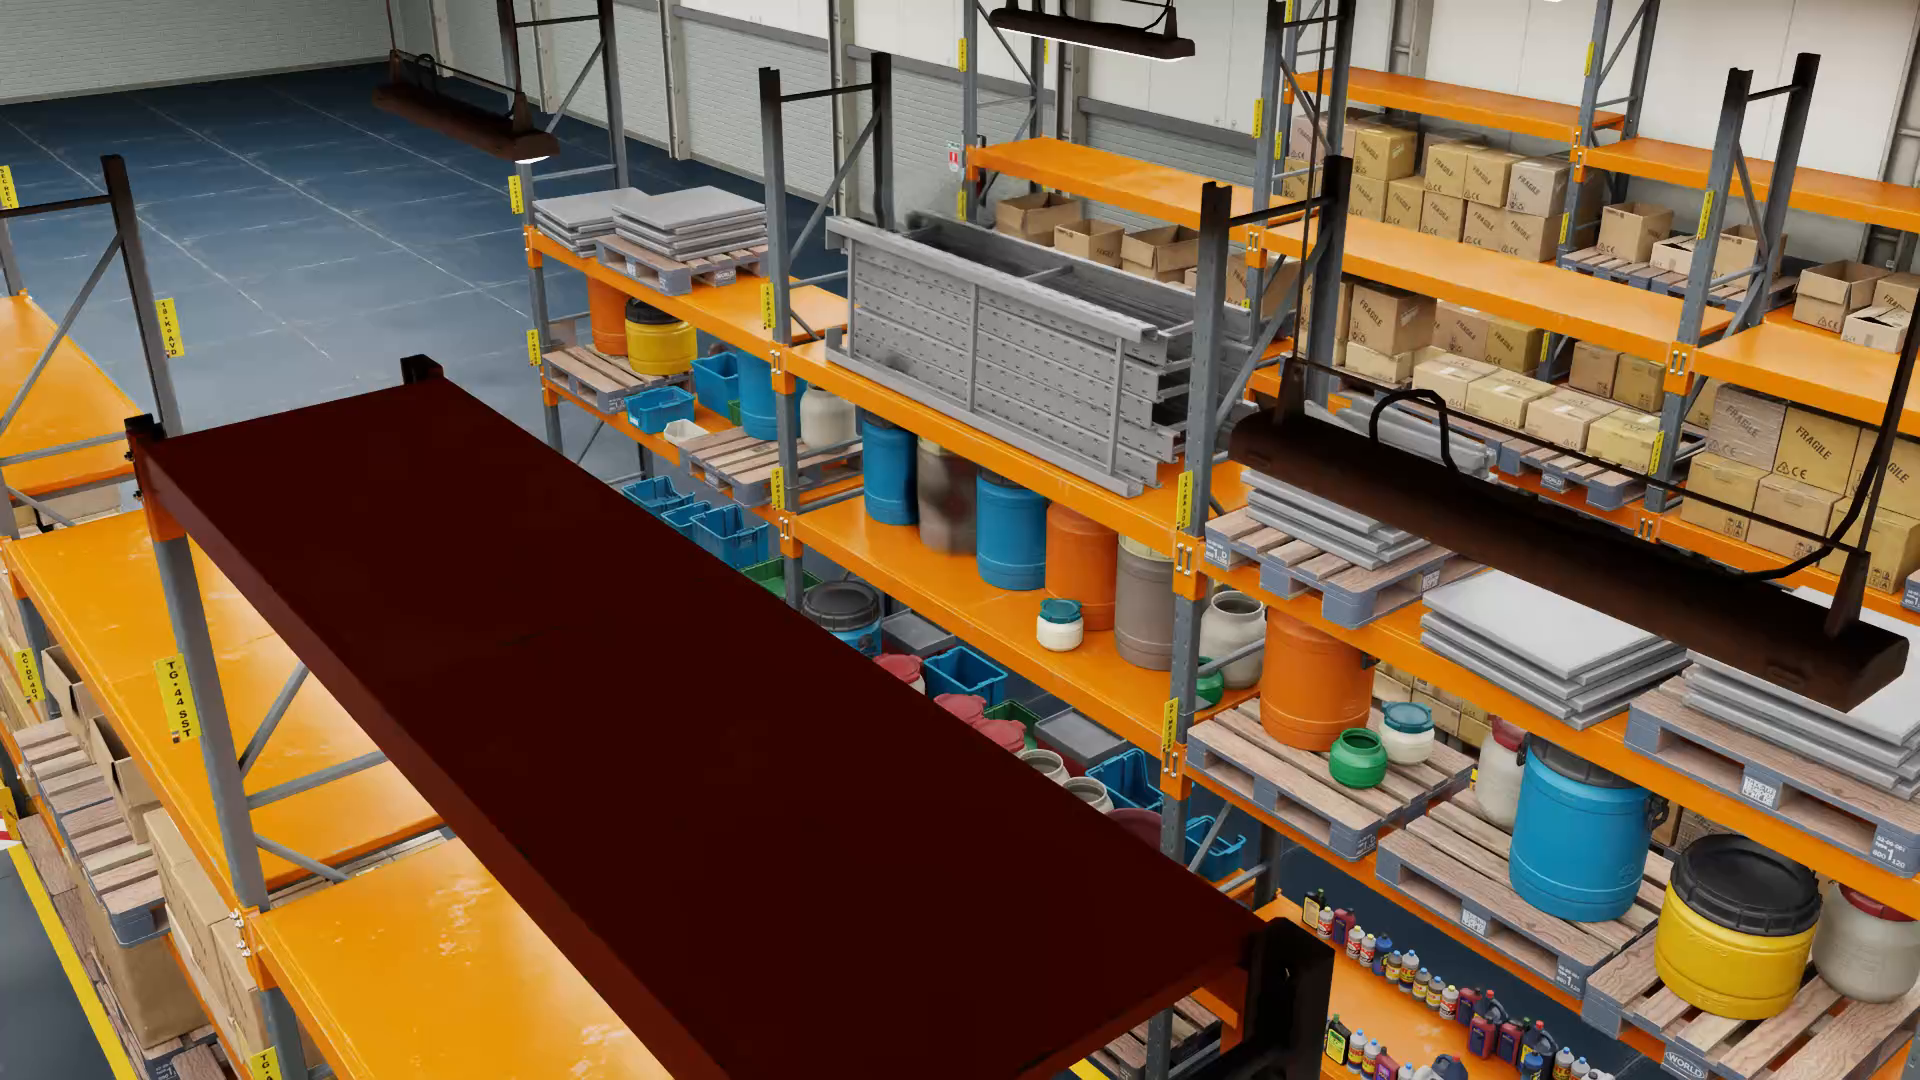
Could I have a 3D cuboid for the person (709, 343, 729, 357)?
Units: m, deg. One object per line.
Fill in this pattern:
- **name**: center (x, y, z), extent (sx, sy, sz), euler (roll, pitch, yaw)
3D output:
- **person**: center (-2.754, -1.558, 19.662), extent (0.802, 1.604, 0.528), euler (-2, 26, -3)
